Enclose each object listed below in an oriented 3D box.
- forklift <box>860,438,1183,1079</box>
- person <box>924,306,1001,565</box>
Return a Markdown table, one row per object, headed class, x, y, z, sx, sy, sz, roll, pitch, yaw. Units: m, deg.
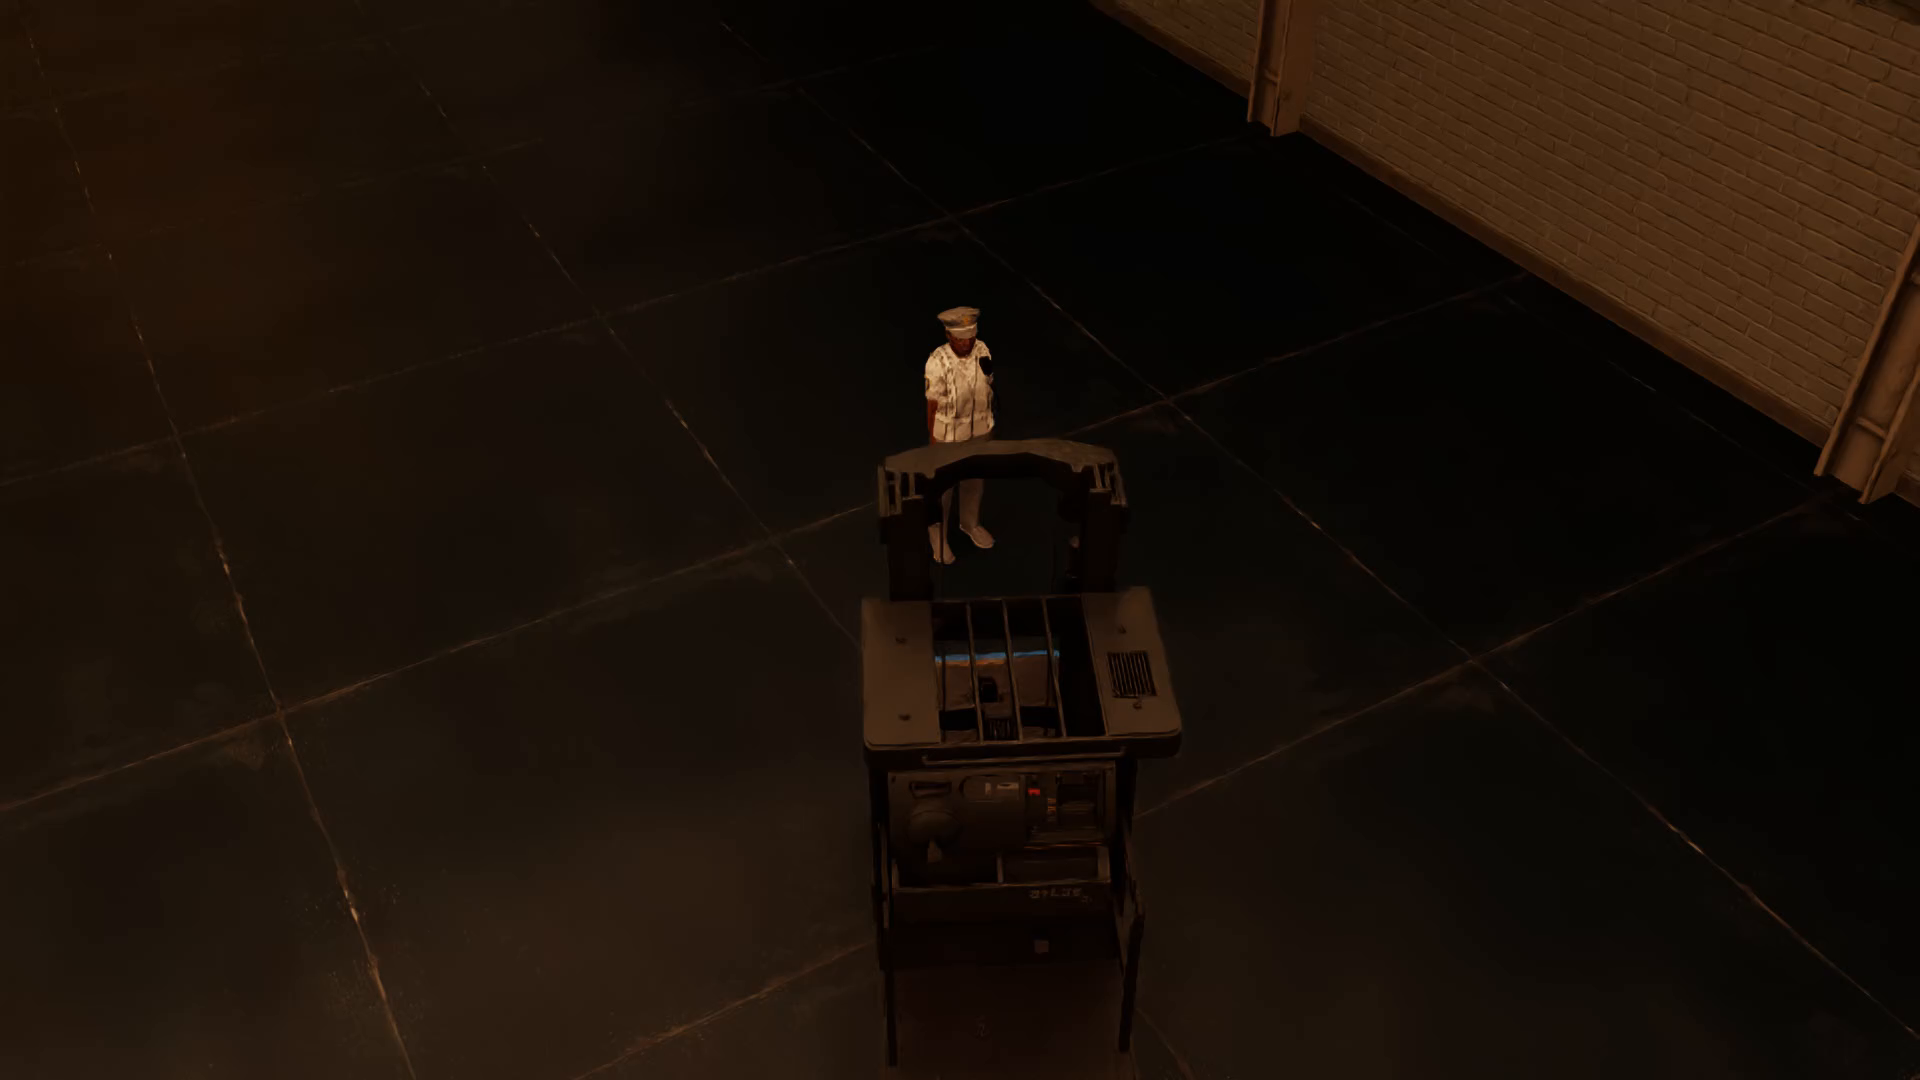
| class | x | y | z | sx | sy | sz | roll | pitch | yaw |
| --- | --- | --- | --- | --- | --- | --- | --- | --- | --- |
| forklift | 0.190 | 1.179 | 6.614 | 1.130 | 2.935 | 3.031 | -2 | 40 | -3 |
| person | 0.004 | -0.634 | 9.779 | 0.446 | 1.688 | 0.338 | -20 | 44 | -23 |
